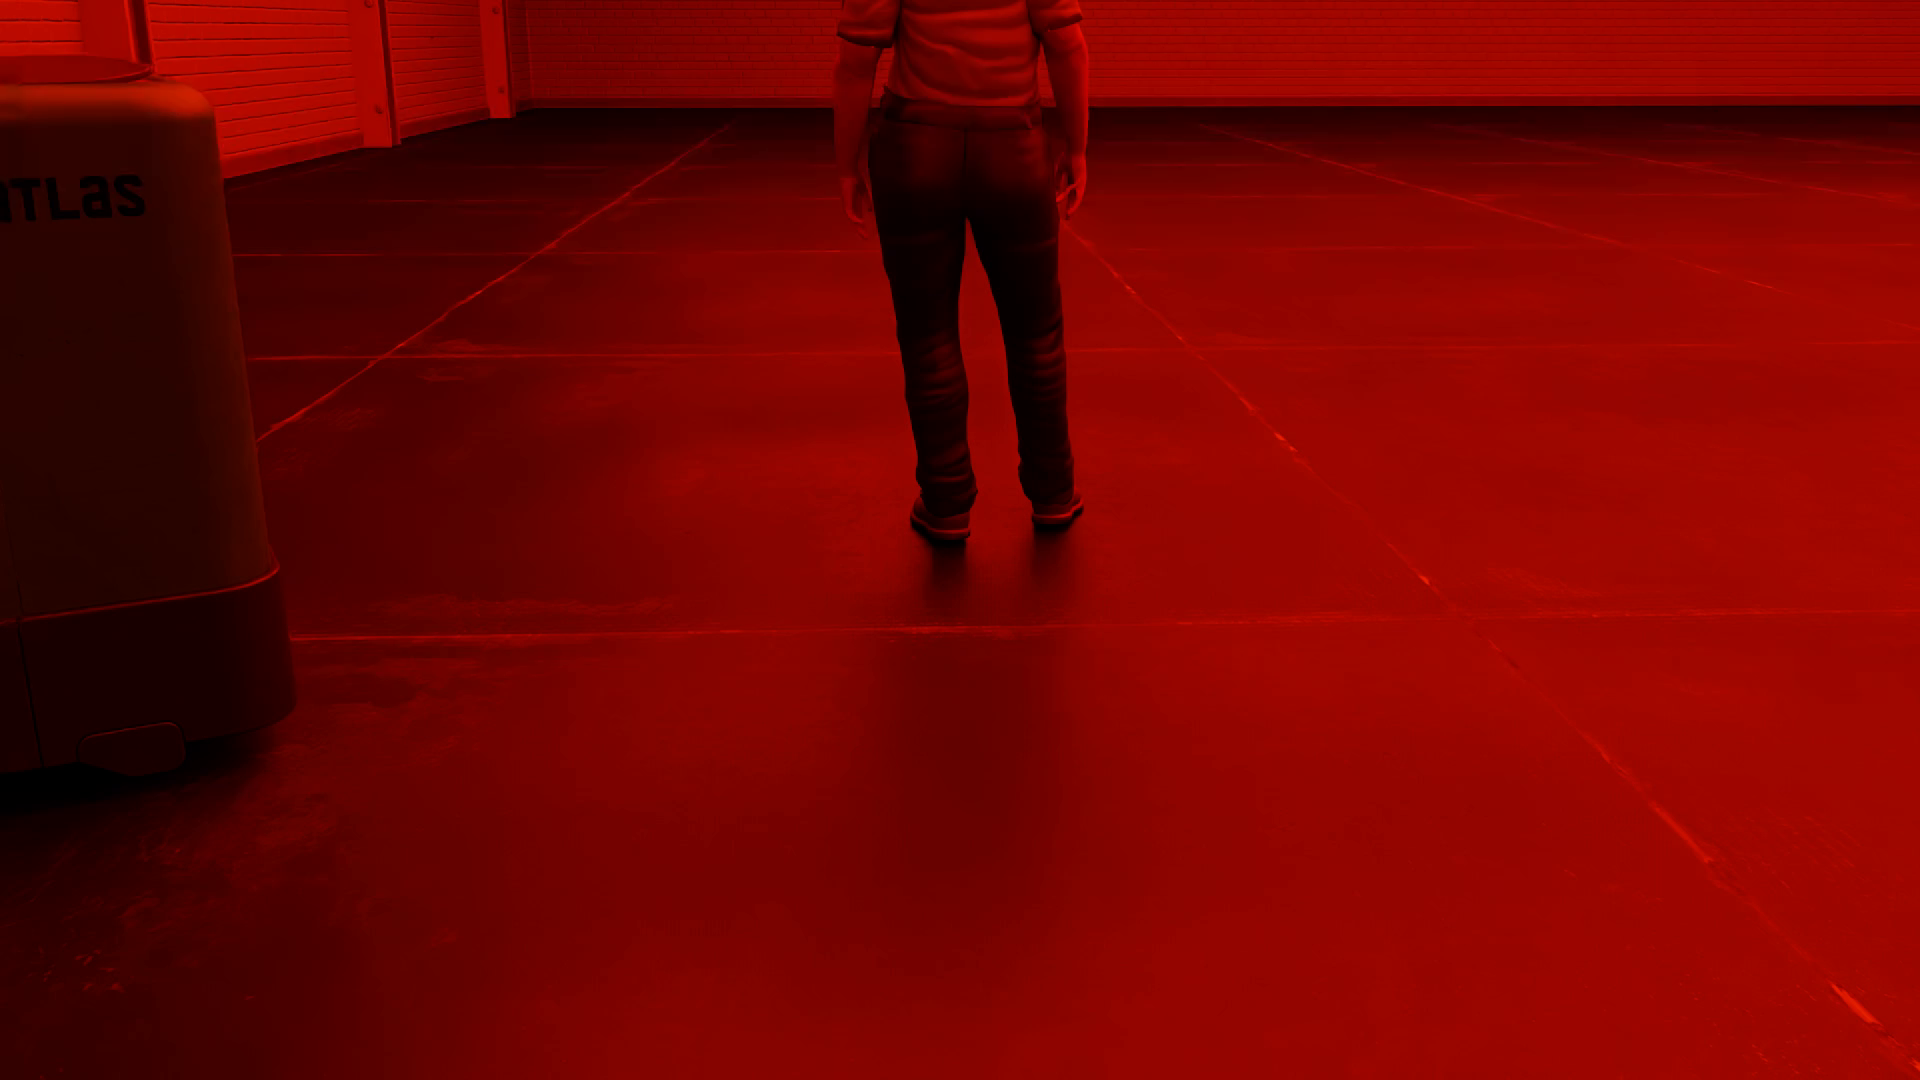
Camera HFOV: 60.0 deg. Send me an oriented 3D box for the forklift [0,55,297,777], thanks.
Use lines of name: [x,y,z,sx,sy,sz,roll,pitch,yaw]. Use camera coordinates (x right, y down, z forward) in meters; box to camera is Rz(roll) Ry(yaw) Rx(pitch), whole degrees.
forklift: [-2.645,-0.959,2.042,3.031,2.935,1.130,-9,19,-27]

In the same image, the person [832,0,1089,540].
person: [0.018,-0.821,3.762,0.598,1.651,0.502,-1,17,-3]
